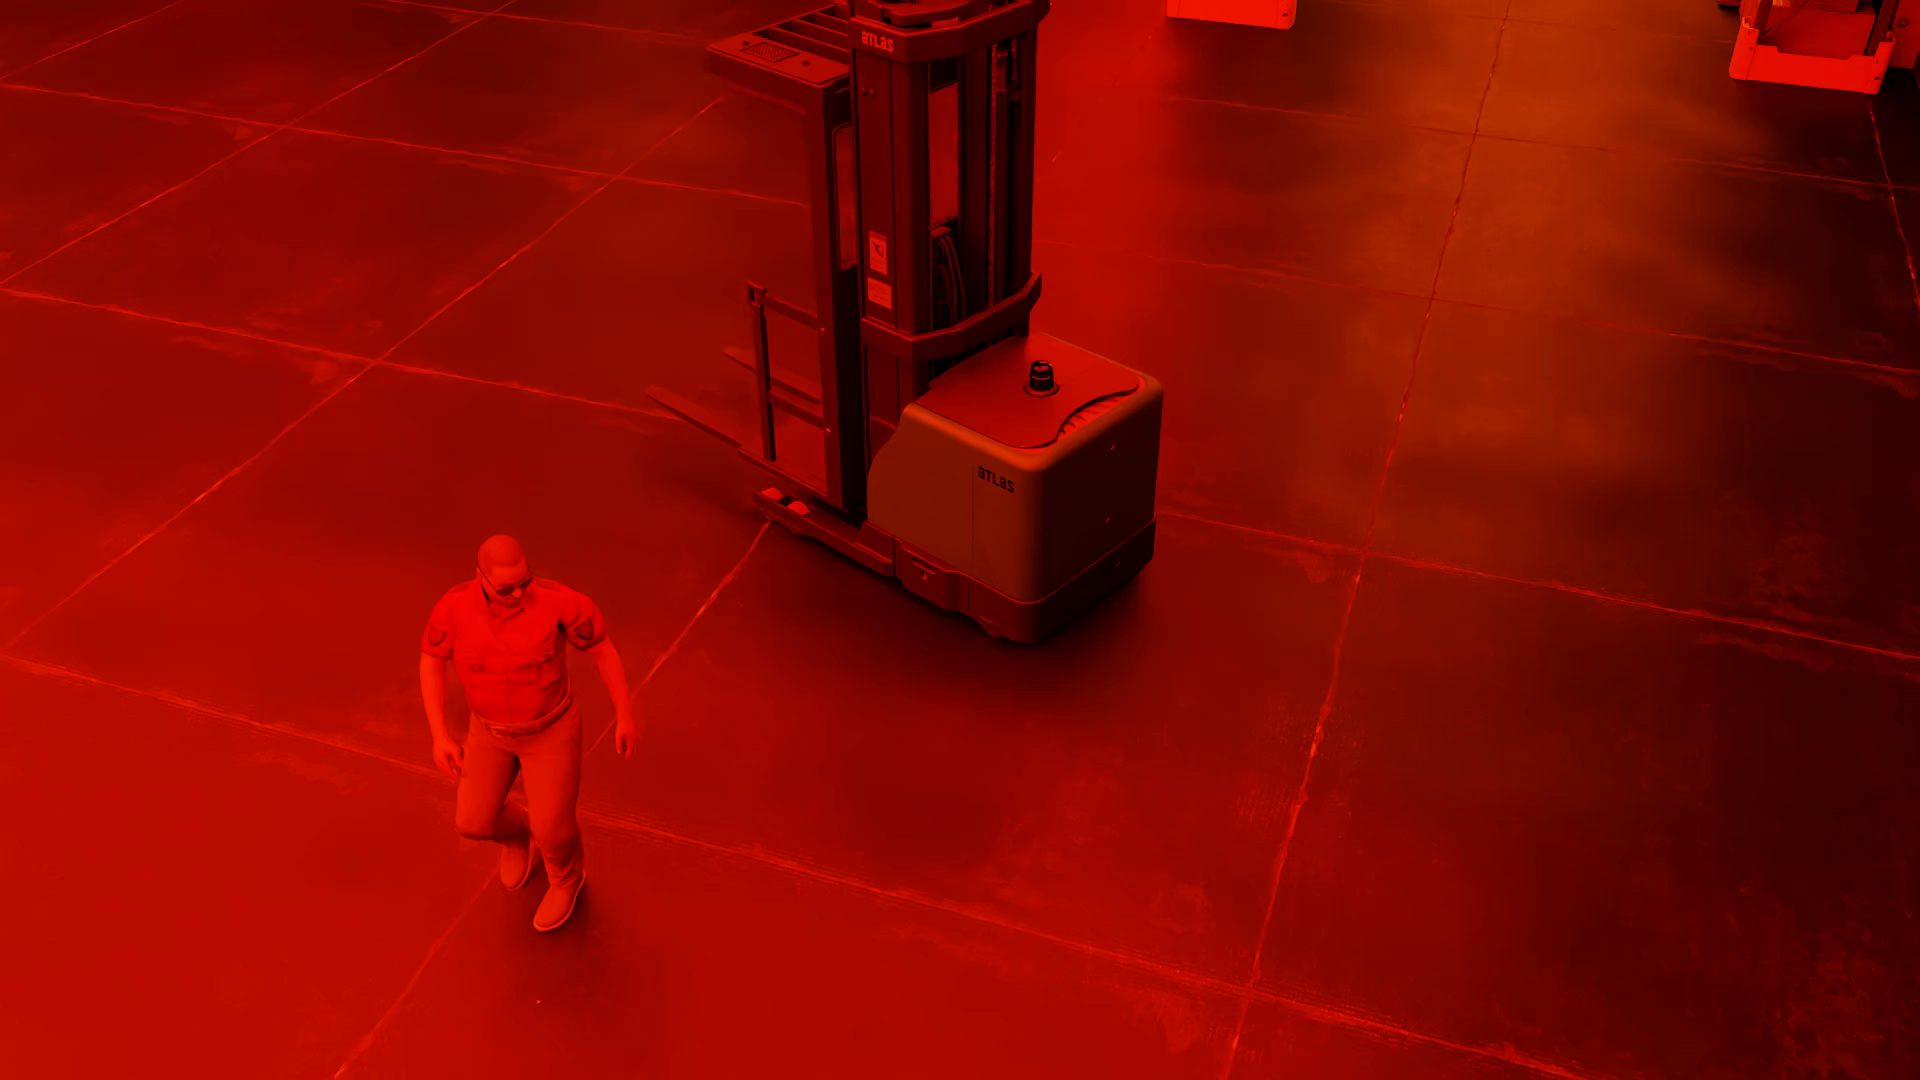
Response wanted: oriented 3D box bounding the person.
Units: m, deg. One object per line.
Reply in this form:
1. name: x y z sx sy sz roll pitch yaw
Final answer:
1. person: -1.581 0.723 6.178 0.779 1.707 0.492 6 36 8

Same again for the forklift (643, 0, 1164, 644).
1. forklift: -0.455 -1.431 8.129 3.031 2.935 1.130 27 44 33
